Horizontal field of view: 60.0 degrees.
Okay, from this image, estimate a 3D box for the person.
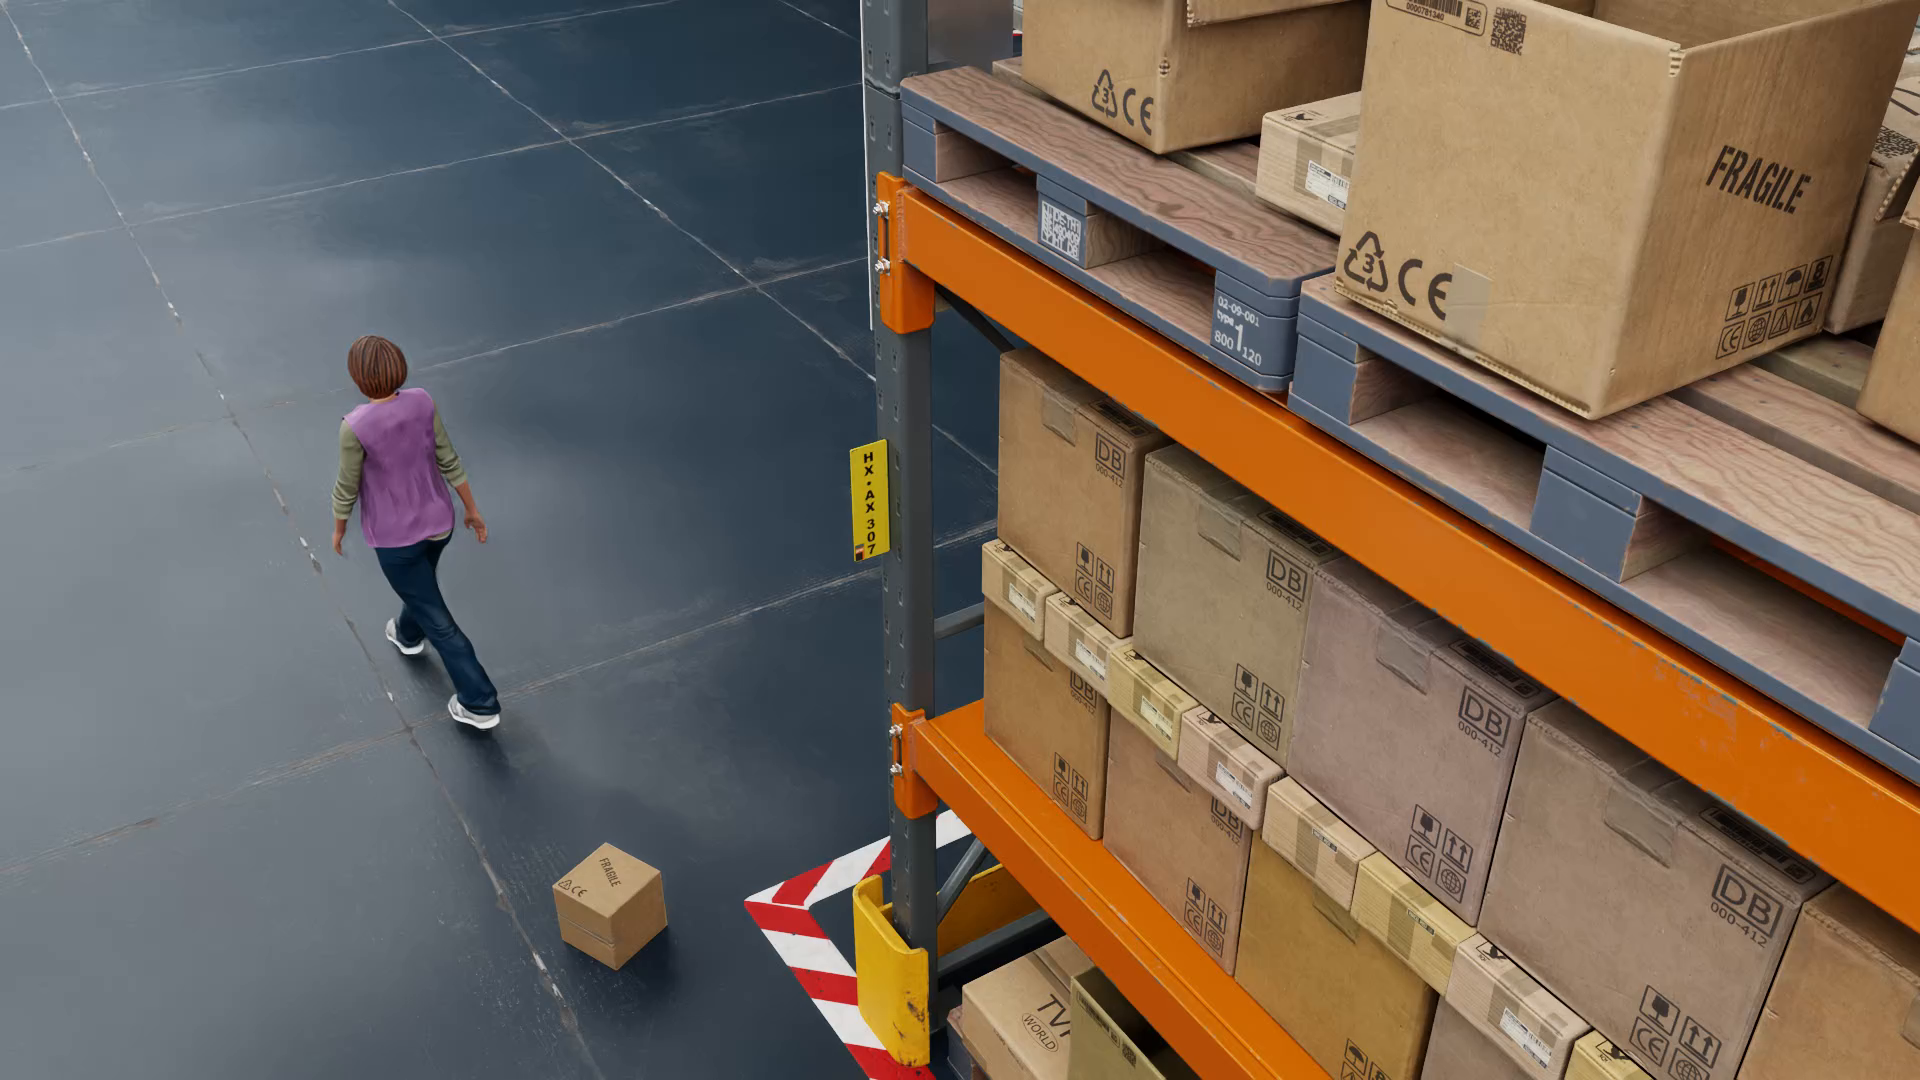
[{"bbox_3d":[-2.093,-0.076,6.251,0.926,1.549,0.479,24,40,32],"label":"person"}]
